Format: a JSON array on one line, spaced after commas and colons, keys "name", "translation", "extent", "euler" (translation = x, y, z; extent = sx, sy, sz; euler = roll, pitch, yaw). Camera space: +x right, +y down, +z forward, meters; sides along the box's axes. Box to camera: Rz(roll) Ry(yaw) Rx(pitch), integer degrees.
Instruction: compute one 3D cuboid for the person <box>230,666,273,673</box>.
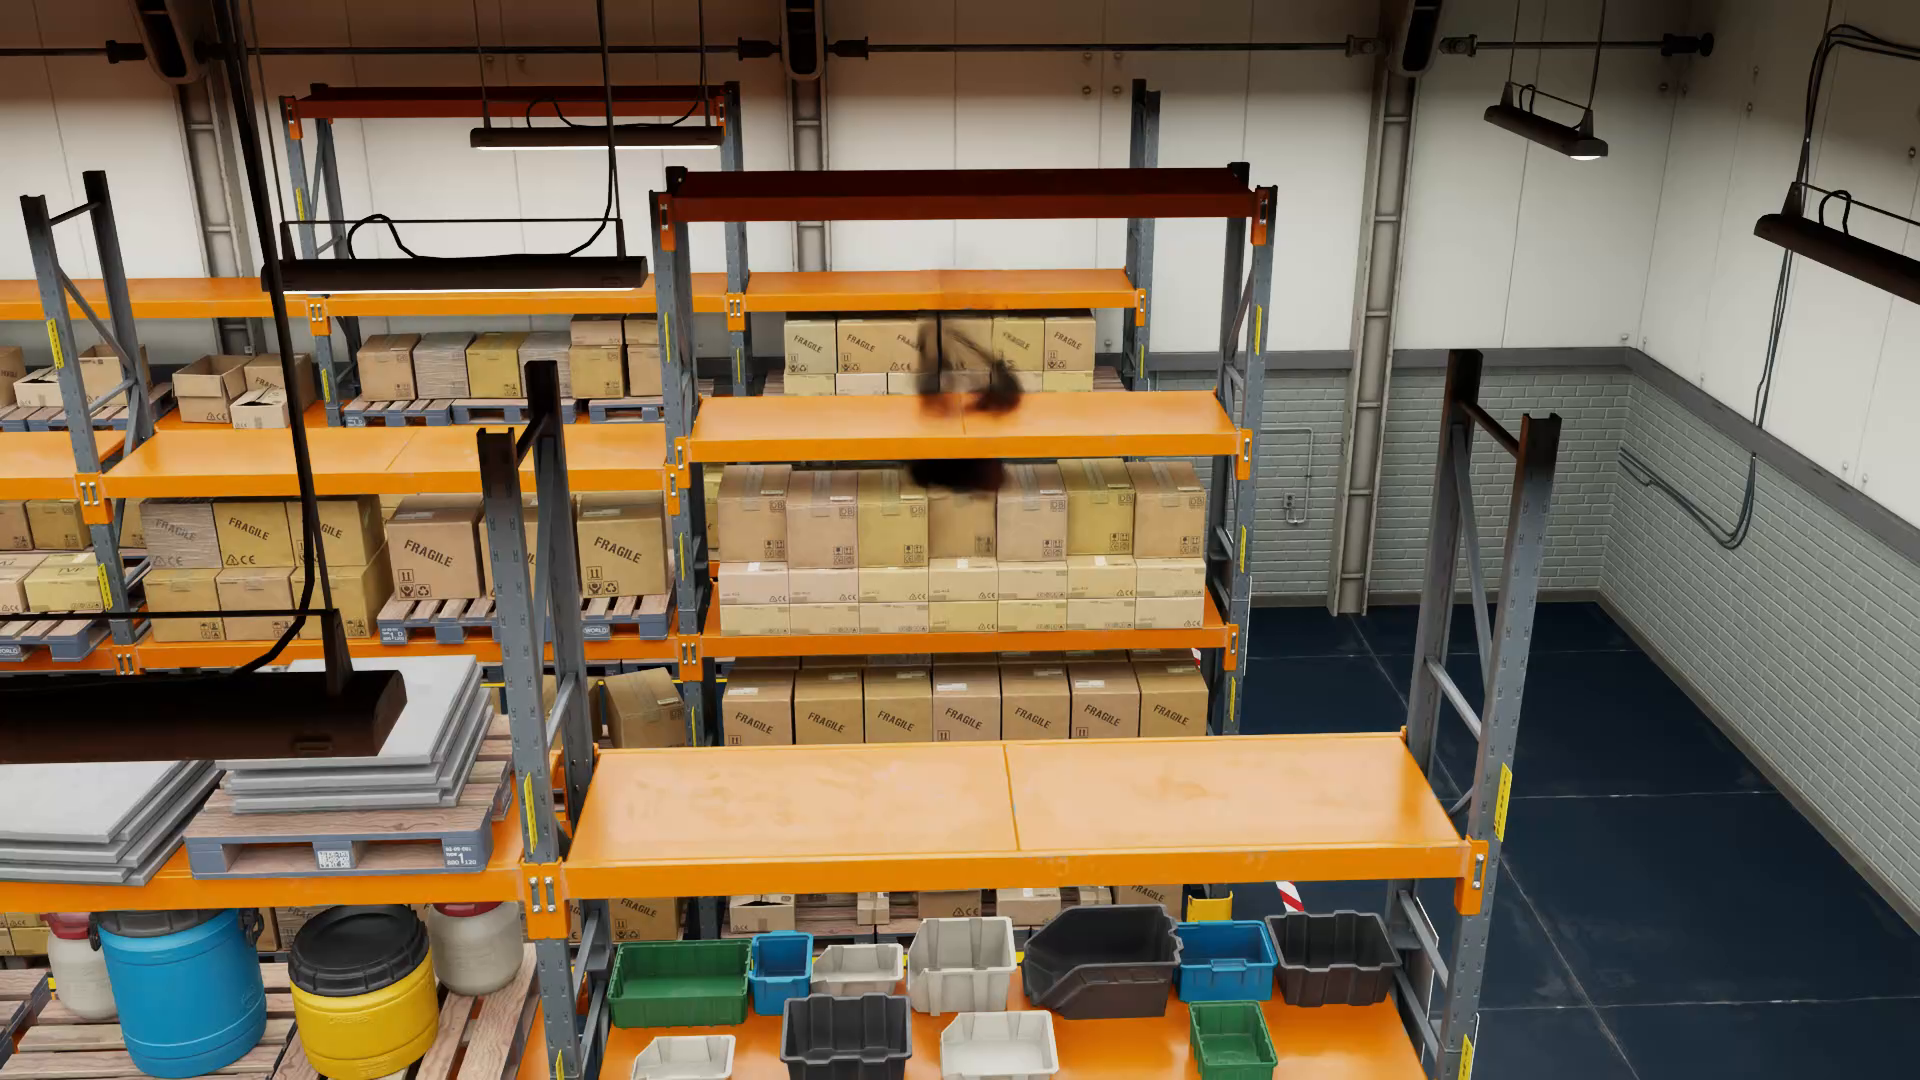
[{"name": "person", "translation": [-6.335, 1.531, 15.083], "extent": [0.678, 1.749, 0.698], "euler": [-4, 23, -10]}]
